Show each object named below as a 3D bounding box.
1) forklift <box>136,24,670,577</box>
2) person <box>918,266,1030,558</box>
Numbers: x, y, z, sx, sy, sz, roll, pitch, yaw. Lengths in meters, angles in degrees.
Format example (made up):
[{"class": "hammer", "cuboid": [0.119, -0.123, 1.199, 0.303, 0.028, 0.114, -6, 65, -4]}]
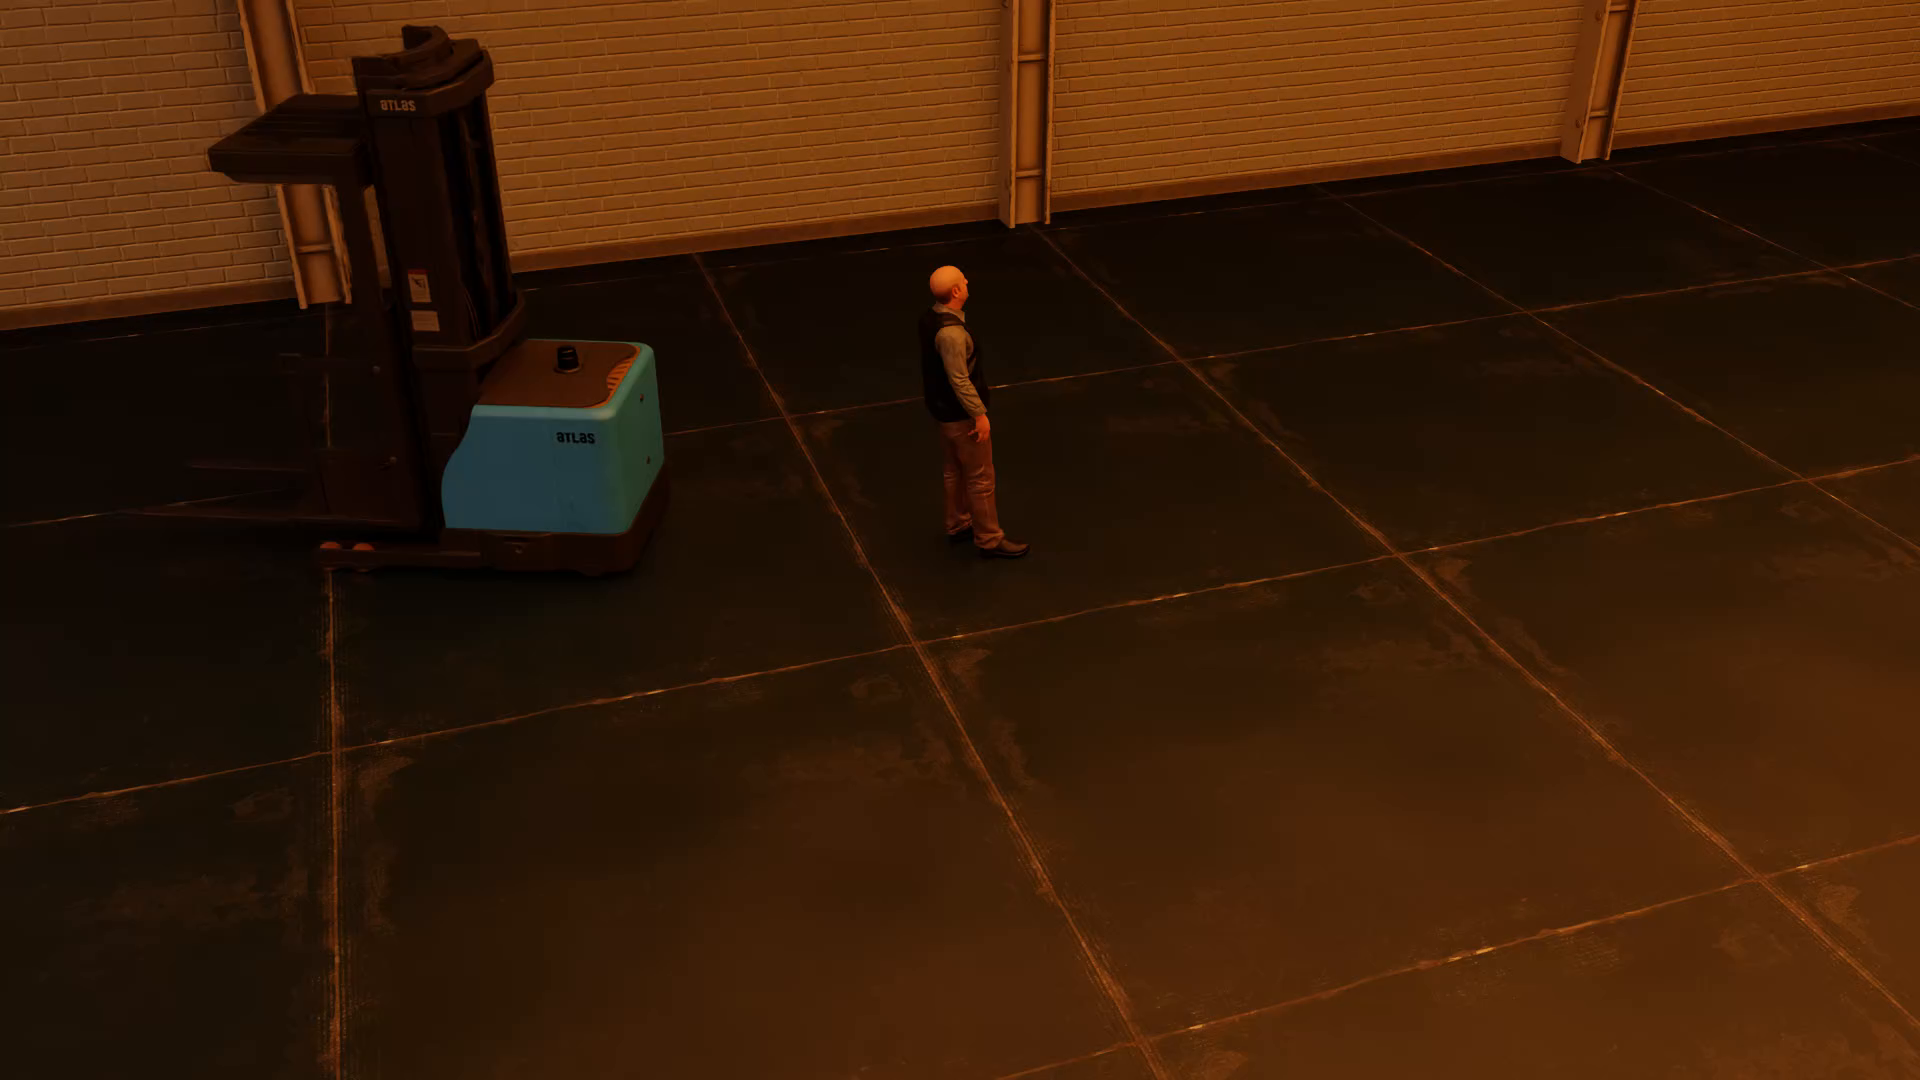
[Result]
[{"class": "forklift", "cuboid": [-3.353, -1.343, 9.421, 3.031, 2.935, 1.130, 2, 30, 4]}, {"class": "person", "cuboid": [0.062, -0.759, 9.605, 0.566, 1.722, 0.633, -10, 31, -16]}]
